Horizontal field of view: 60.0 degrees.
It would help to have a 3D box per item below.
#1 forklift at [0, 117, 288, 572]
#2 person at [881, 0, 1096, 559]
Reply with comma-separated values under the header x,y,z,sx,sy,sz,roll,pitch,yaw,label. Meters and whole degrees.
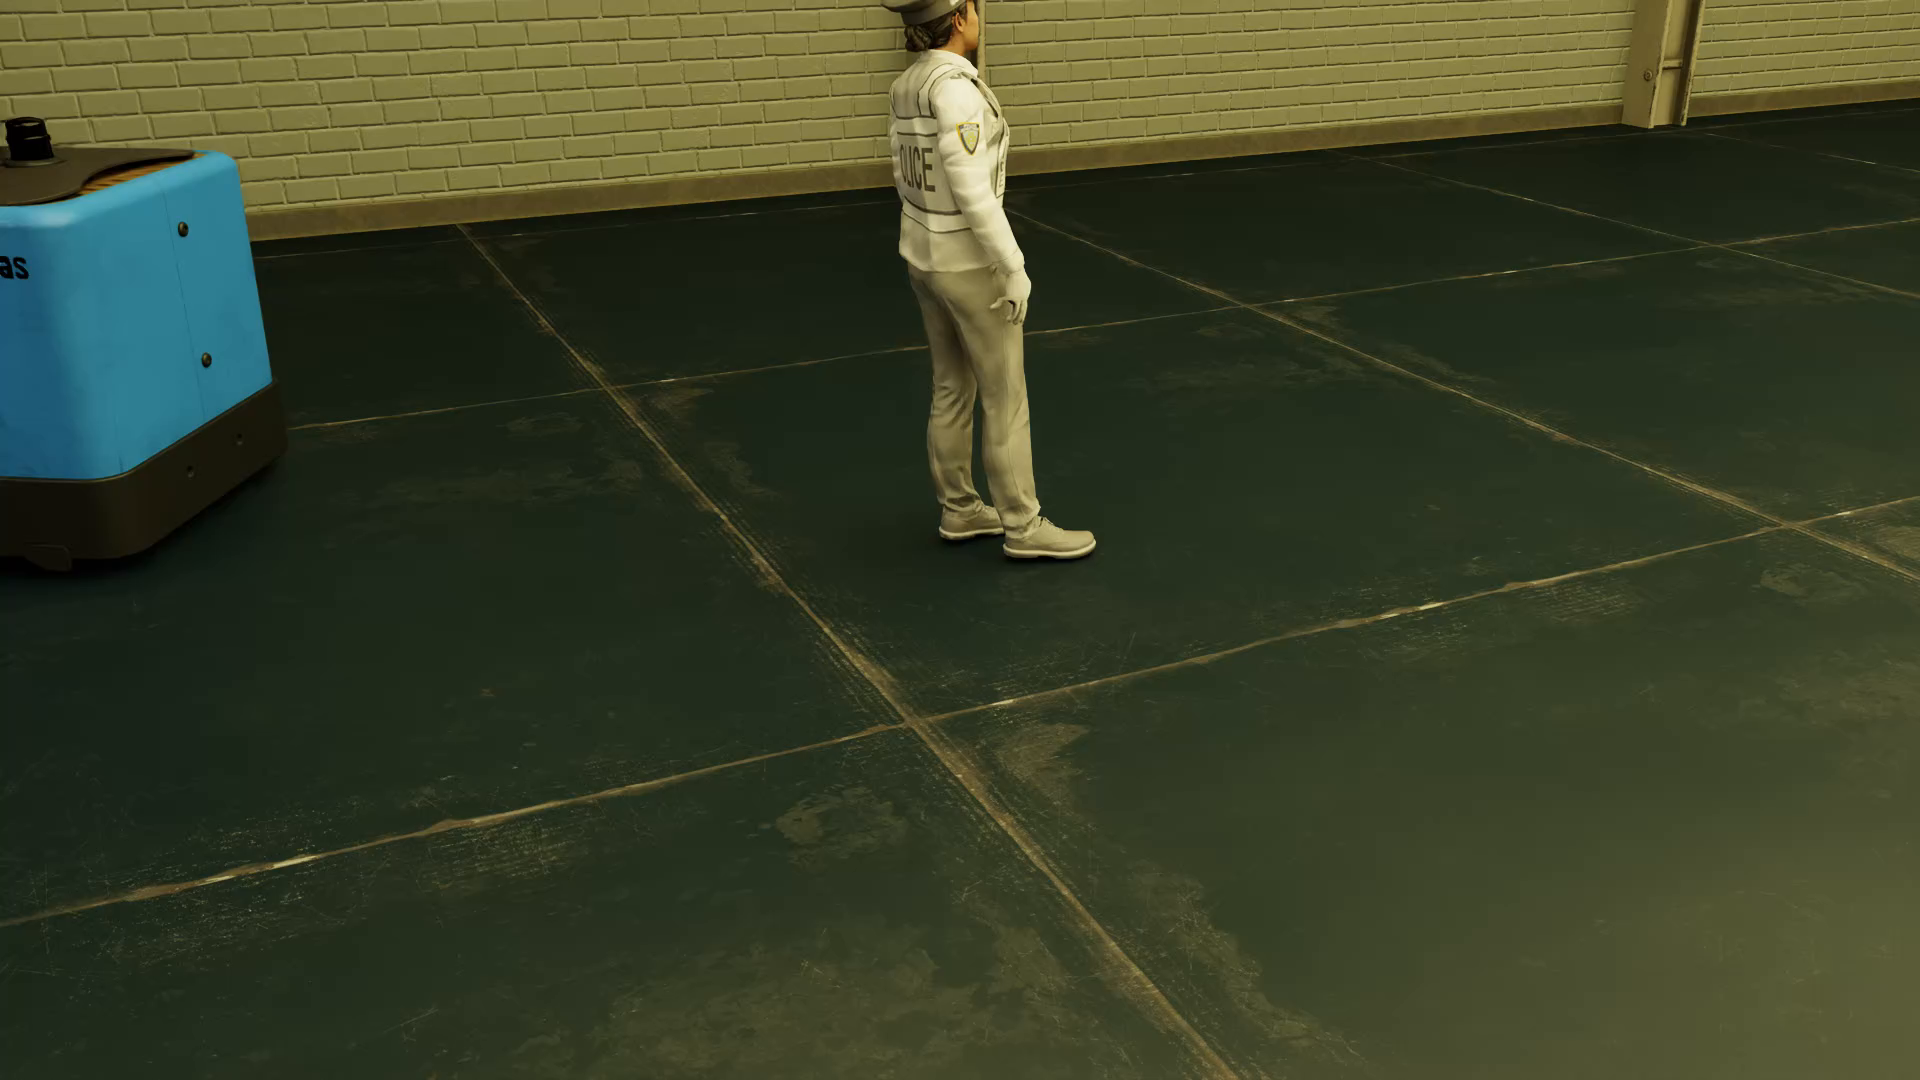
x,y,z,sx,sy,sz,roll,pitch,yaw,label
-3.836,-1.483,4.857,3.031,2.935,1.130,2,23,5,forklift
0.065,-0.798,4.800,0.531,1.694,0.586,-10,25,-23,person
